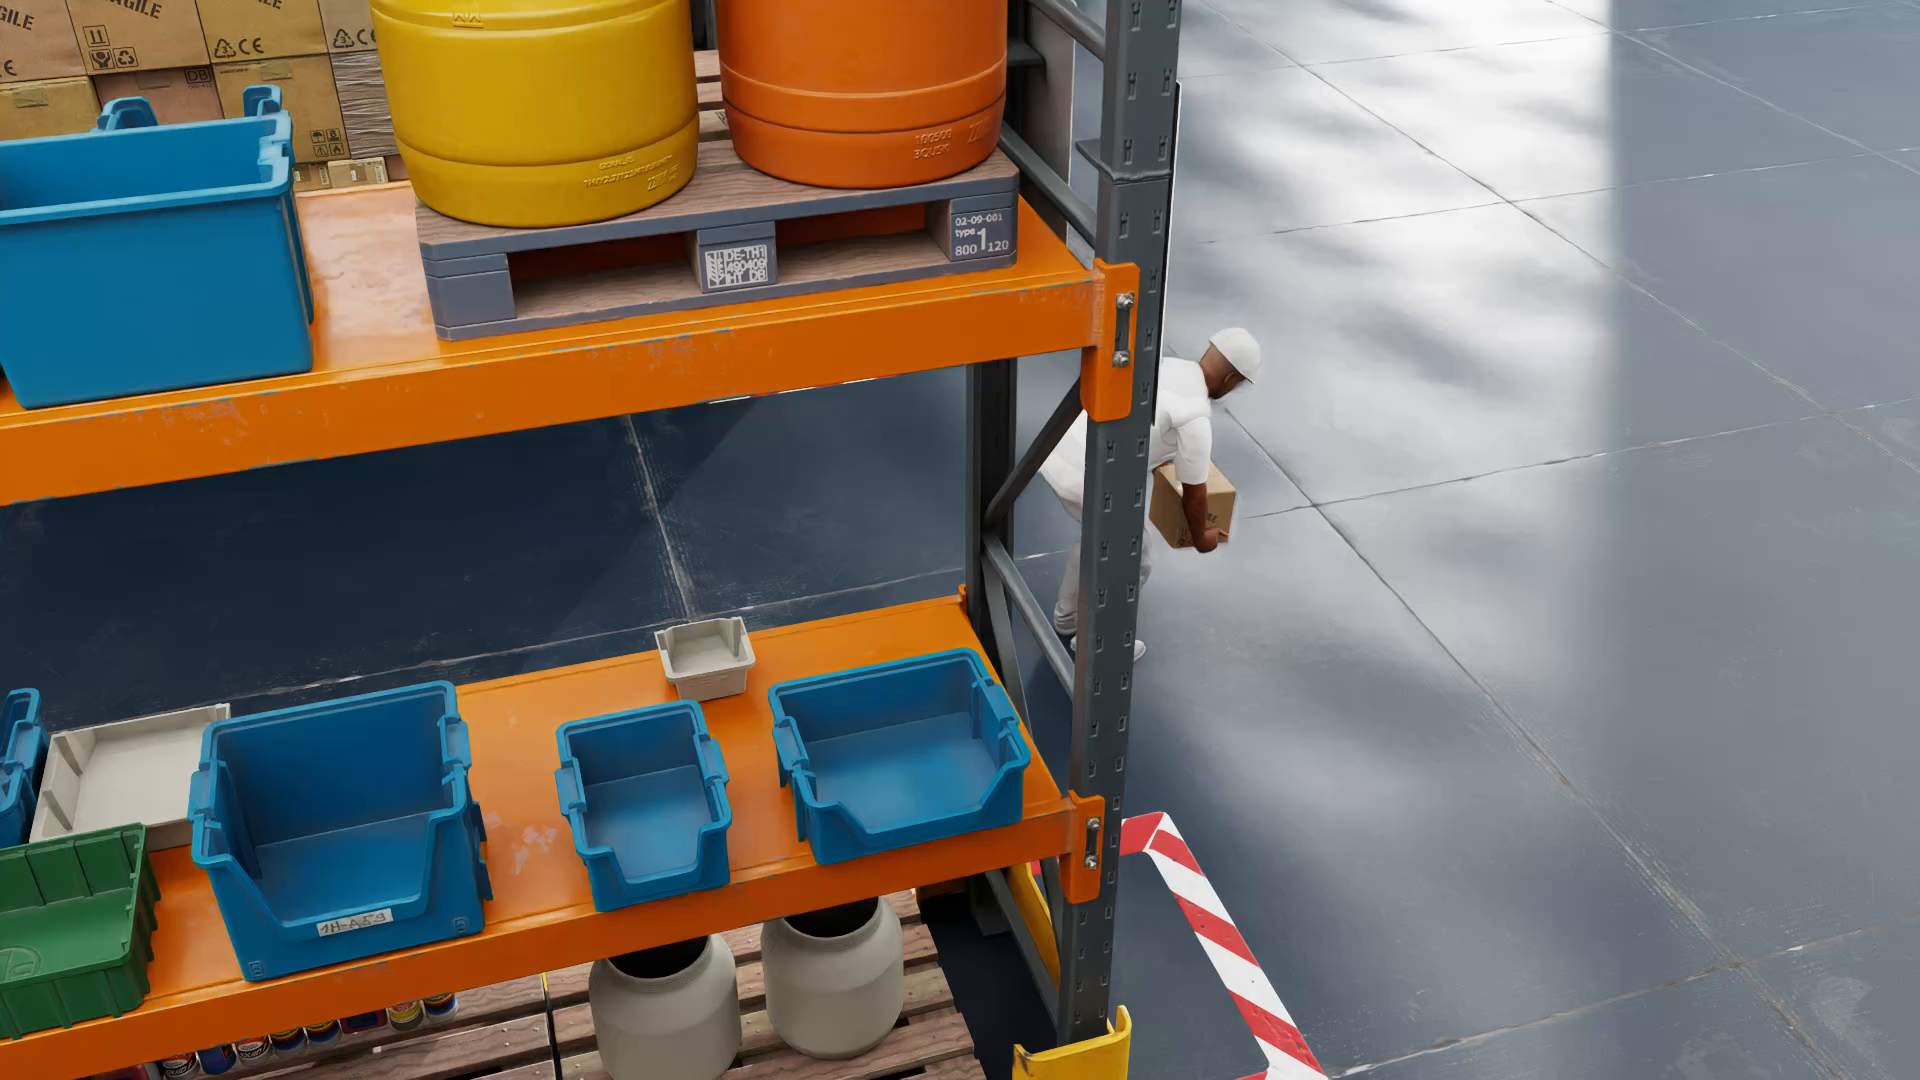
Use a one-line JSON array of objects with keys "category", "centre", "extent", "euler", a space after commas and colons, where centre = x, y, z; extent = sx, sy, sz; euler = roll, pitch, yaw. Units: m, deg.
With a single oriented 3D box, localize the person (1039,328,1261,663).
[{"category": "person", "centre": [0.756, -0.185, 6.747], "extent": [0.898, 1.376, 0.490], "euler": [-11, 35, -16]}]
